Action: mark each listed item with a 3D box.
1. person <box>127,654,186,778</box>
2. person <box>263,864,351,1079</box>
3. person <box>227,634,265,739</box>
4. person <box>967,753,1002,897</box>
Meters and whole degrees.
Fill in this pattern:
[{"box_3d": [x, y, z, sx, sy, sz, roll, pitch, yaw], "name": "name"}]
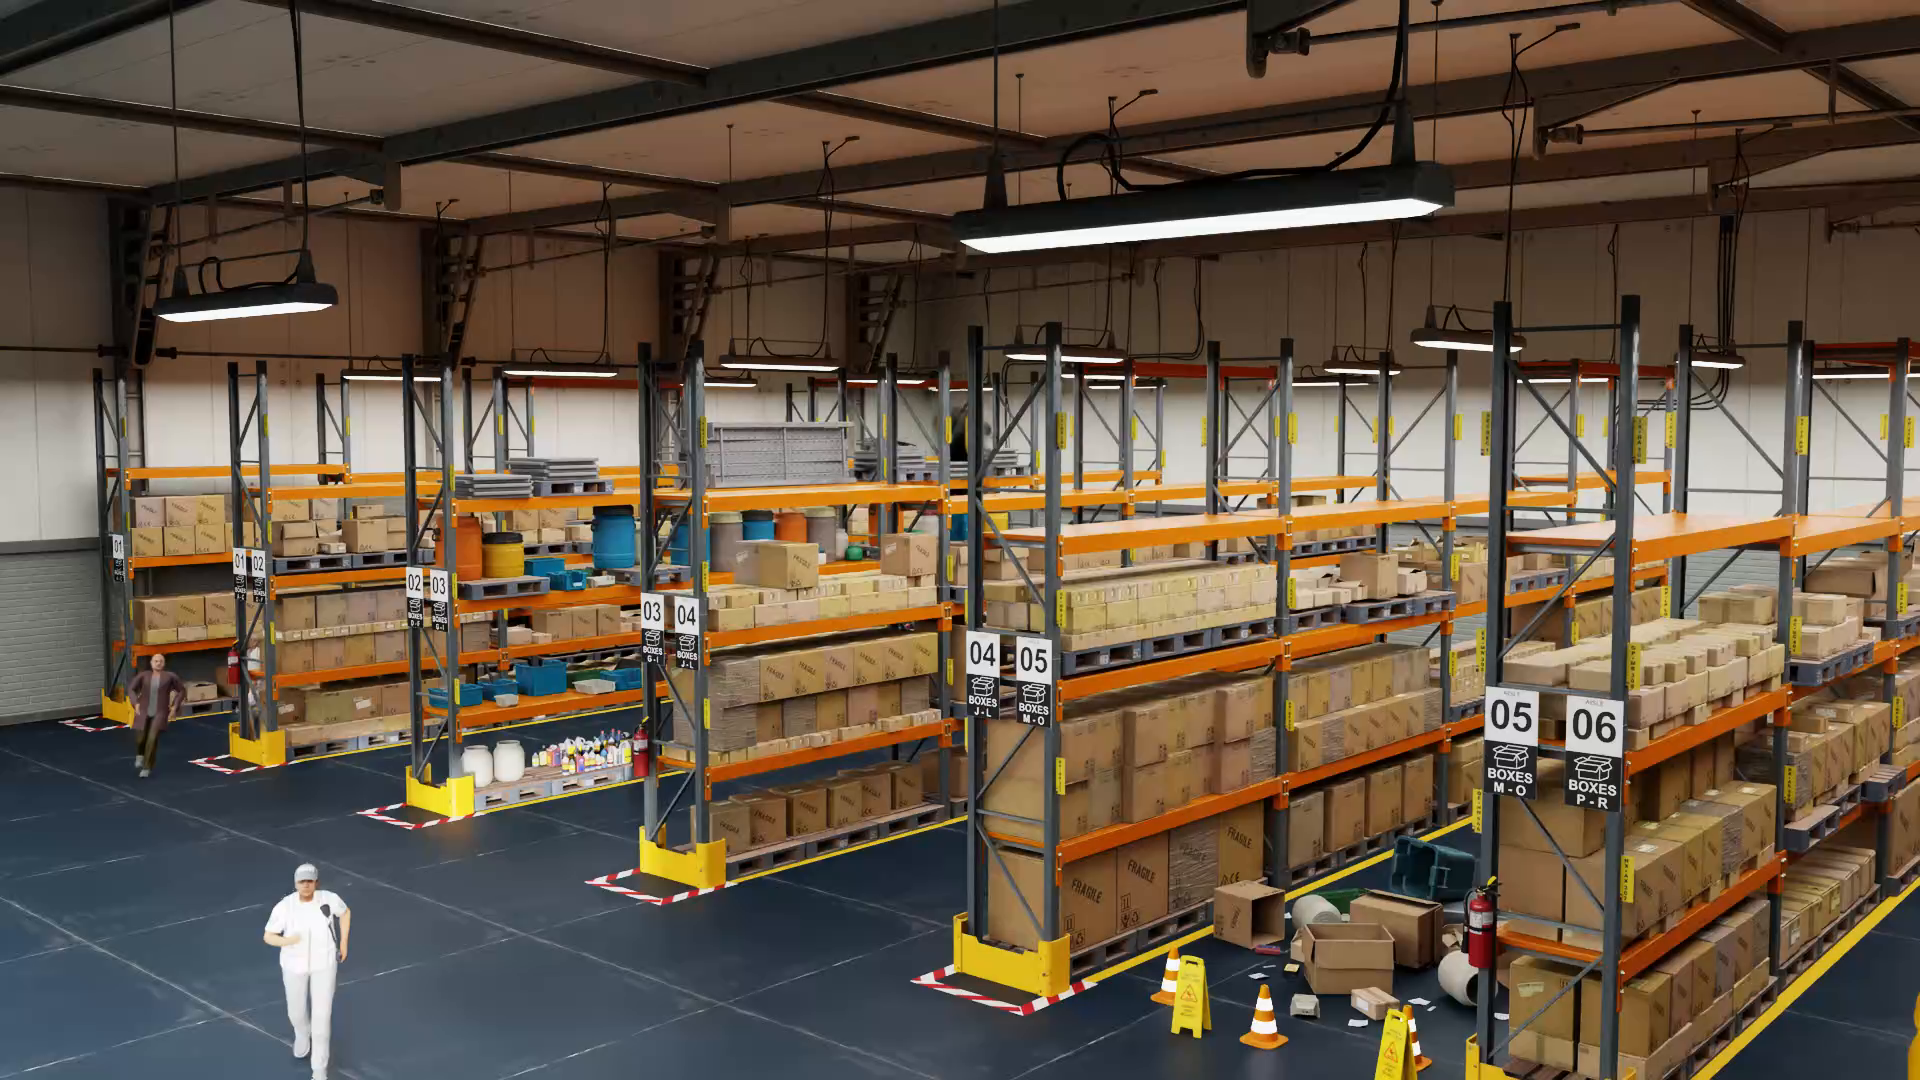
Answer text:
[{"box_3d": [-11.684, 2.523, 24.201, 0.777, 1.744, 0.775, -2, 4, -20], "name": "person"}, {"box_3d": [-5.117, 3.355, 13.042, 0.617, 1.673, 0.902, -2, 4, -20], "name": "person"}, {"box_3d": [-11.221, 2.360, 26.456, 0.744, 1.740, 0.773, 3, 5, 33], "name": "person"}, {"box_3d": [0.417, 2.942, 18.185, 0.689, 1.712, 0.939, 2, 4, 20], "name": "person"}]
